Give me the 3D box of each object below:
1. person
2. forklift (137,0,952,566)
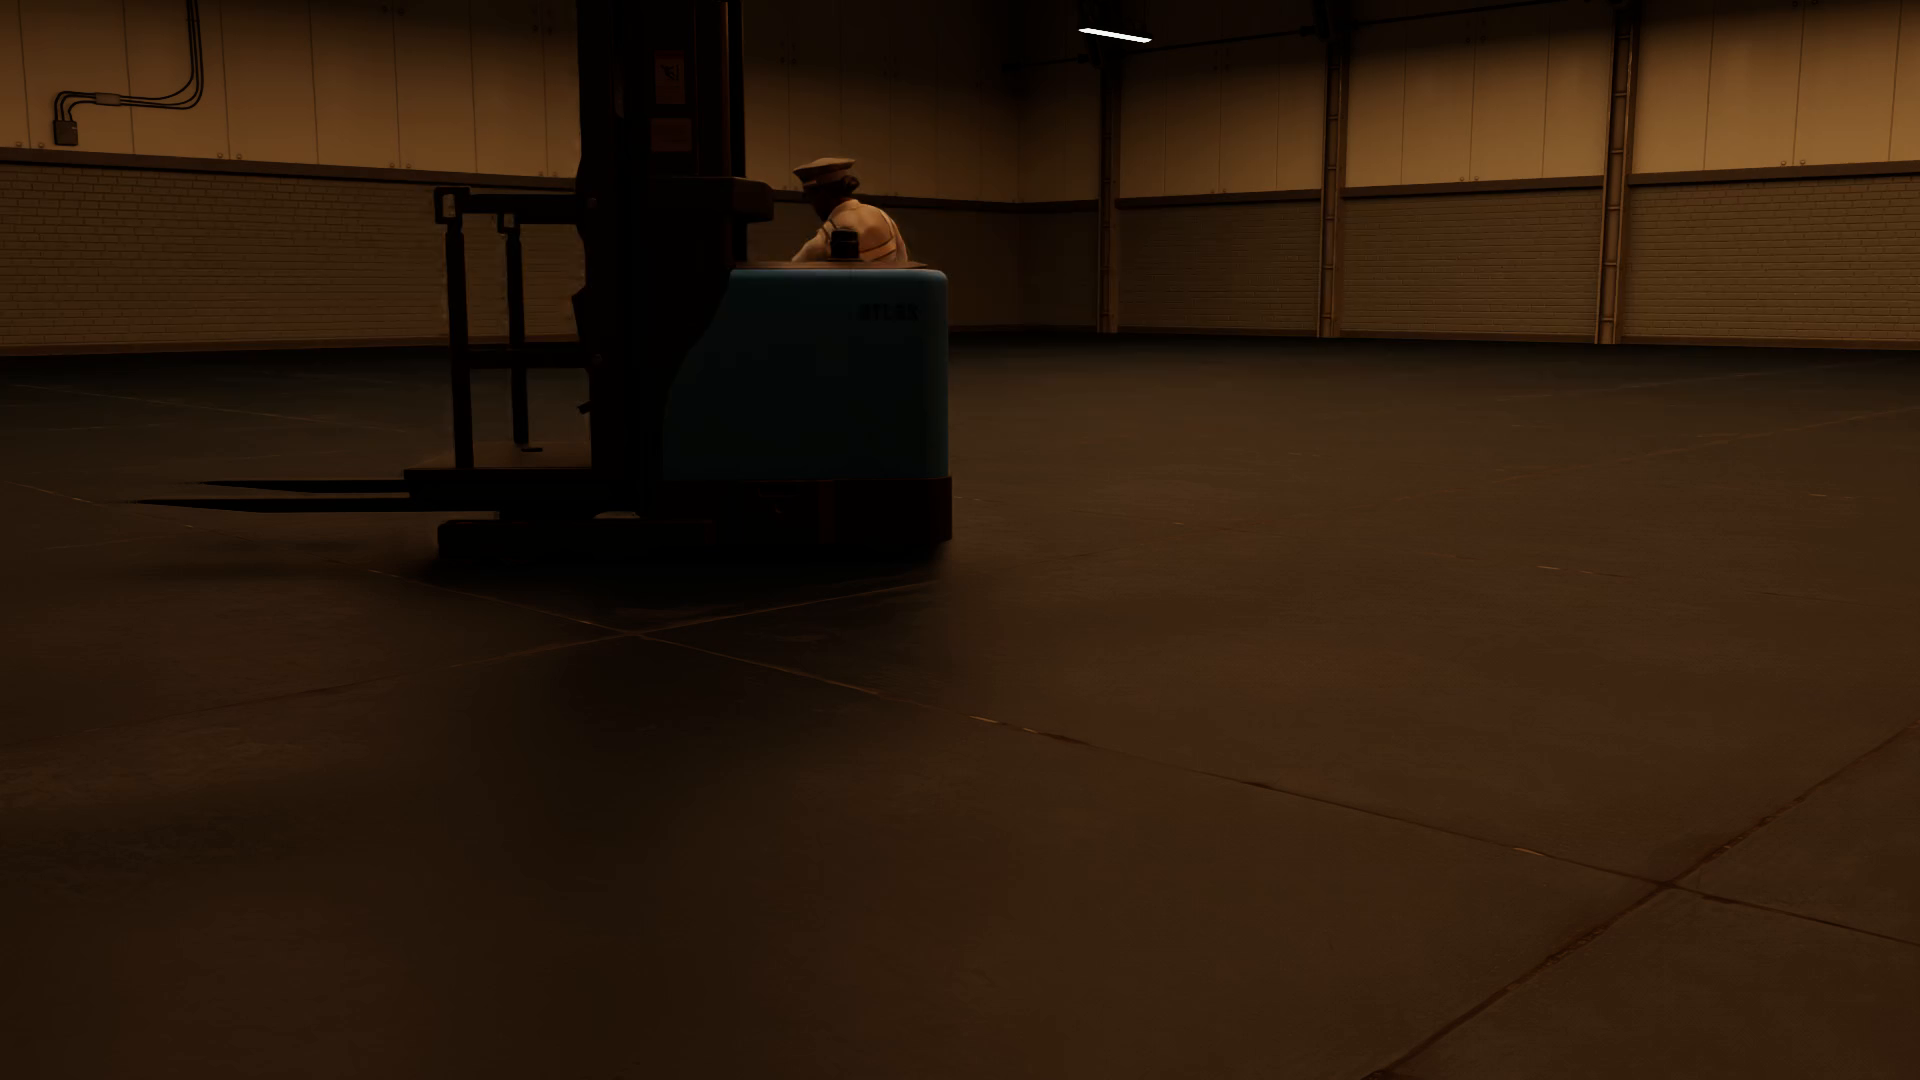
[{"bbox_3d":[-0.580,-0.855,7.167,0.865,1.532,0.824,7,11,38],"label":"person"},{"bbox_3d":[-1.566,-1.434,6.398,3.031,2.935,1.130,0,9,-3],"label":"forklift"}]
